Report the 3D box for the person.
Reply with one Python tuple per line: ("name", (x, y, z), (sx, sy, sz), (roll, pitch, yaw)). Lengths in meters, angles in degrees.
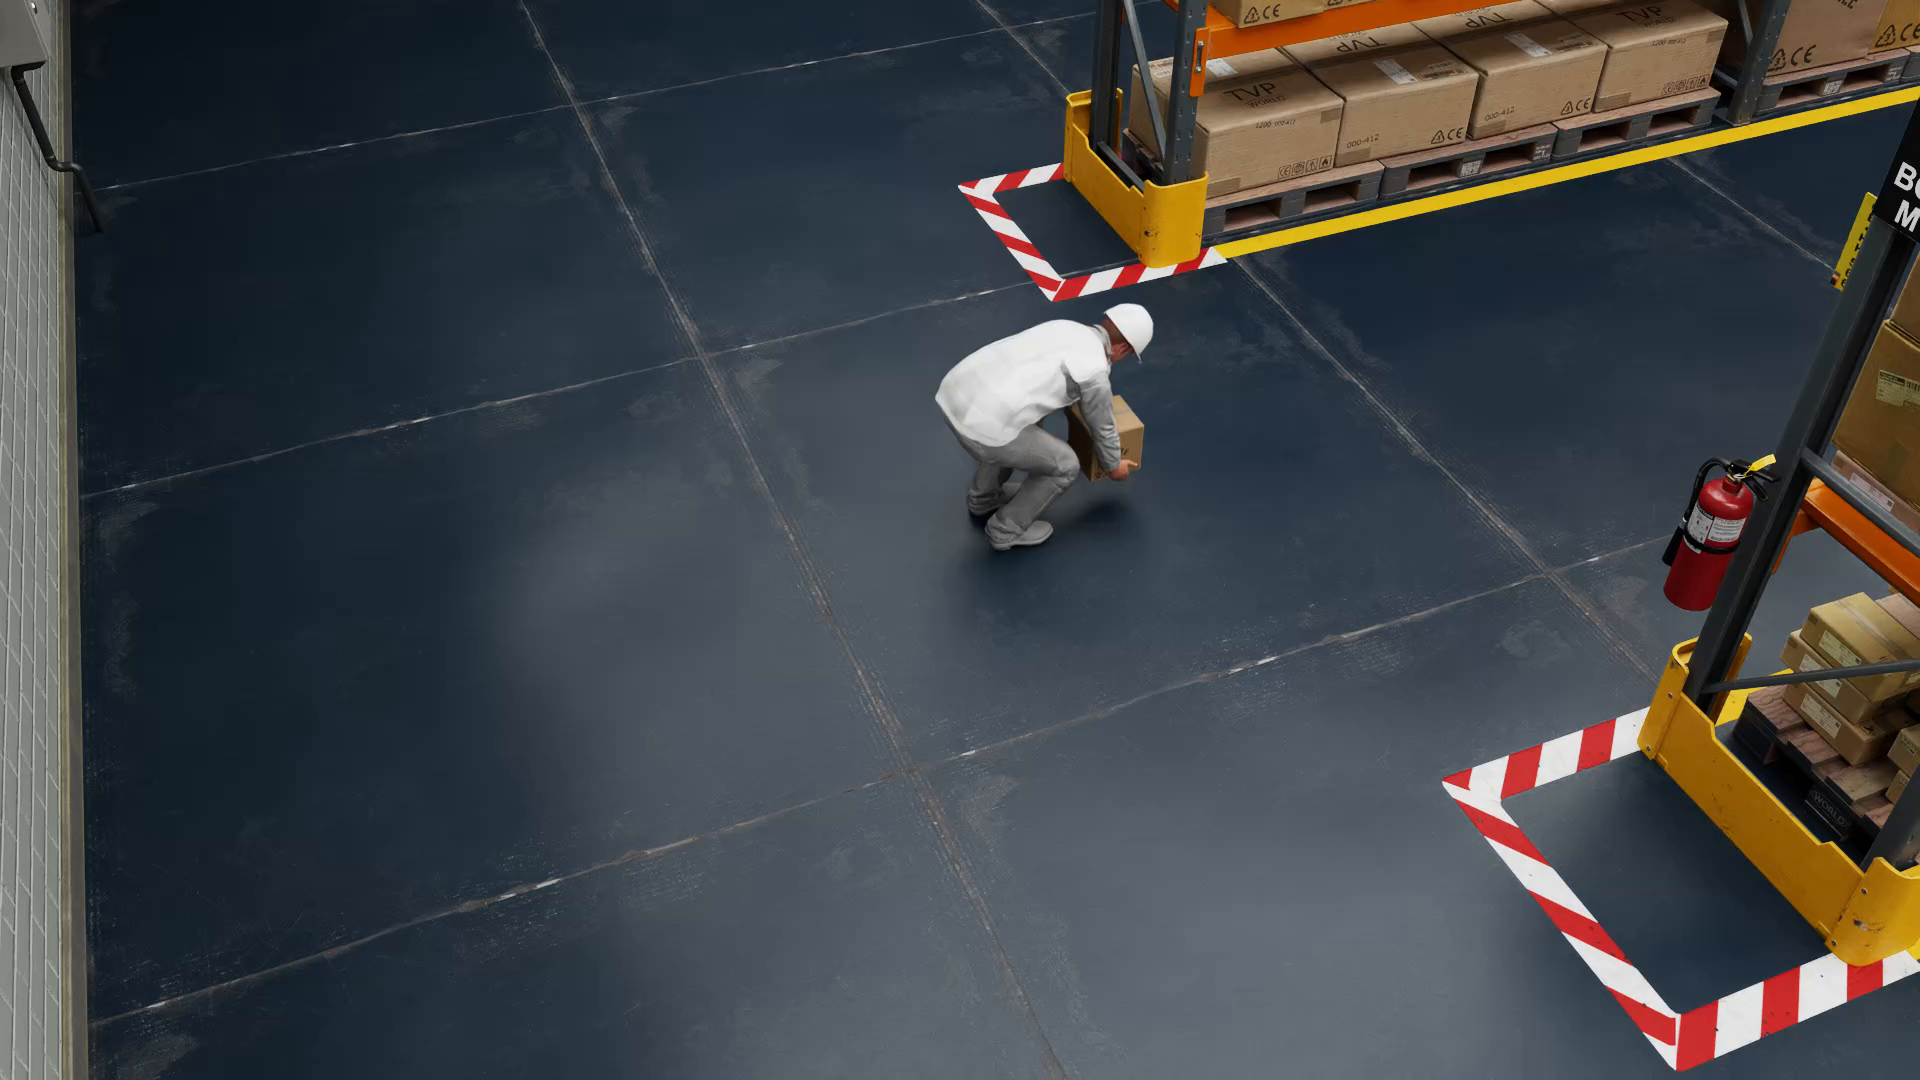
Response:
("person", (0.385, -0.508, 7.305), (0.989, 0.992, 0.519), (-17, 44, -18))
